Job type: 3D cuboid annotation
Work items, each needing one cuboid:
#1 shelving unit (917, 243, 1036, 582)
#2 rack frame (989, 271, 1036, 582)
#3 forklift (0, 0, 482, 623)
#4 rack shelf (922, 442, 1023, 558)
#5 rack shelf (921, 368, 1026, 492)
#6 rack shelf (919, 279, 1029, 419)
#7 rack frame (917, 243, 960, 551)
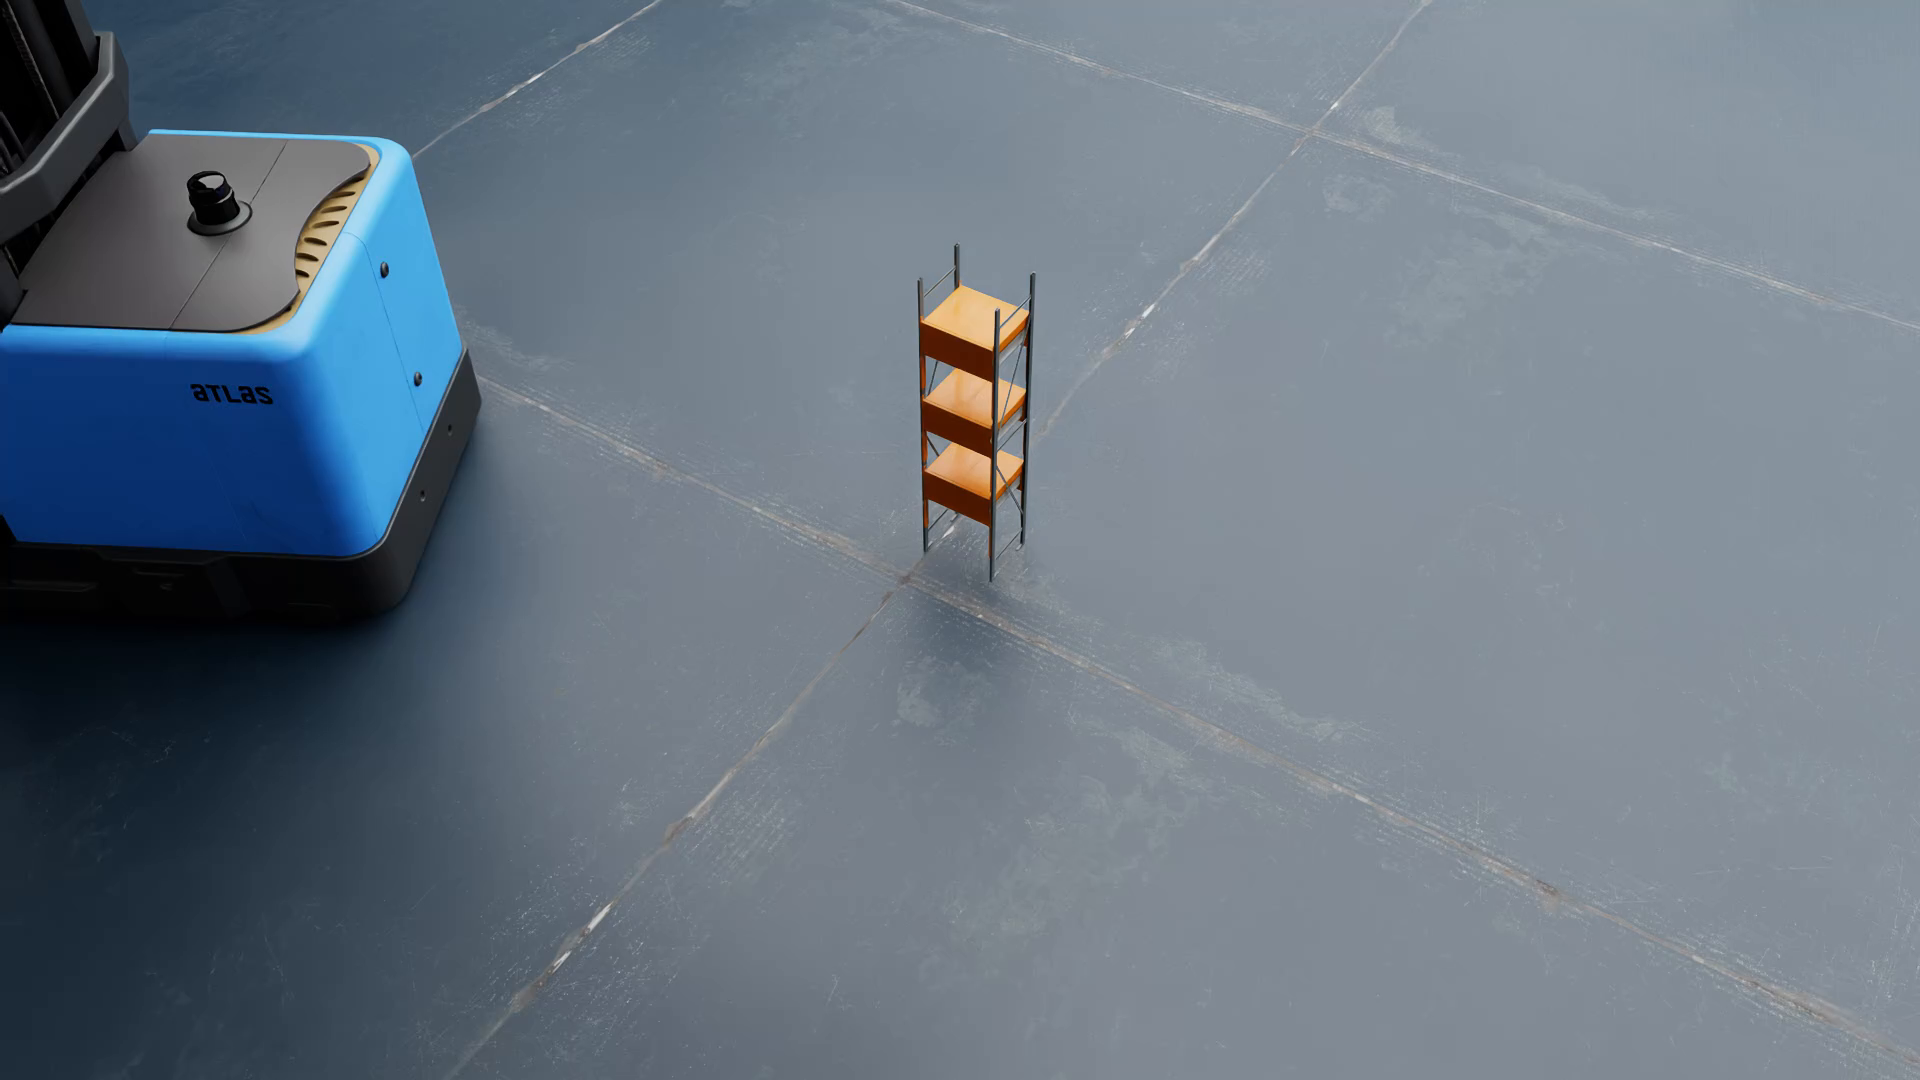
[{"bbox_3d":[0.045,-0.345,4.853,0.252,1.050,0.215,25,51,22],"label":"shelving unit"},{"bbox_3d":[0.148,-0.298,4.807,0.008,1.050,0.200,25,51,22],"label":"rack frame"},{"bbox_3d":[-3.147,-1.186,4.359,3.031,2.935,1.130,3,46,3],"label":"forklift"},{"bbox_3d":[0.045,-0.144,5.060,0.240,0.259,0.215,25,51,22],"label":"rack shelf"},{"bbox_3d":[0.045,-0.338,4.861,0.240,0.259,0.215,25,51,22],"label":"rack shelf"},{"bbox_3d":[0.045,-0.536,4.657,0.240,0.259,0.215,25,51,22],"label":"rack shelf"},{"bbox_3d":[-0.058,-0.392,4.899,0.008,1.050,0.200,25,51,22],"label":"rack frame"}]
